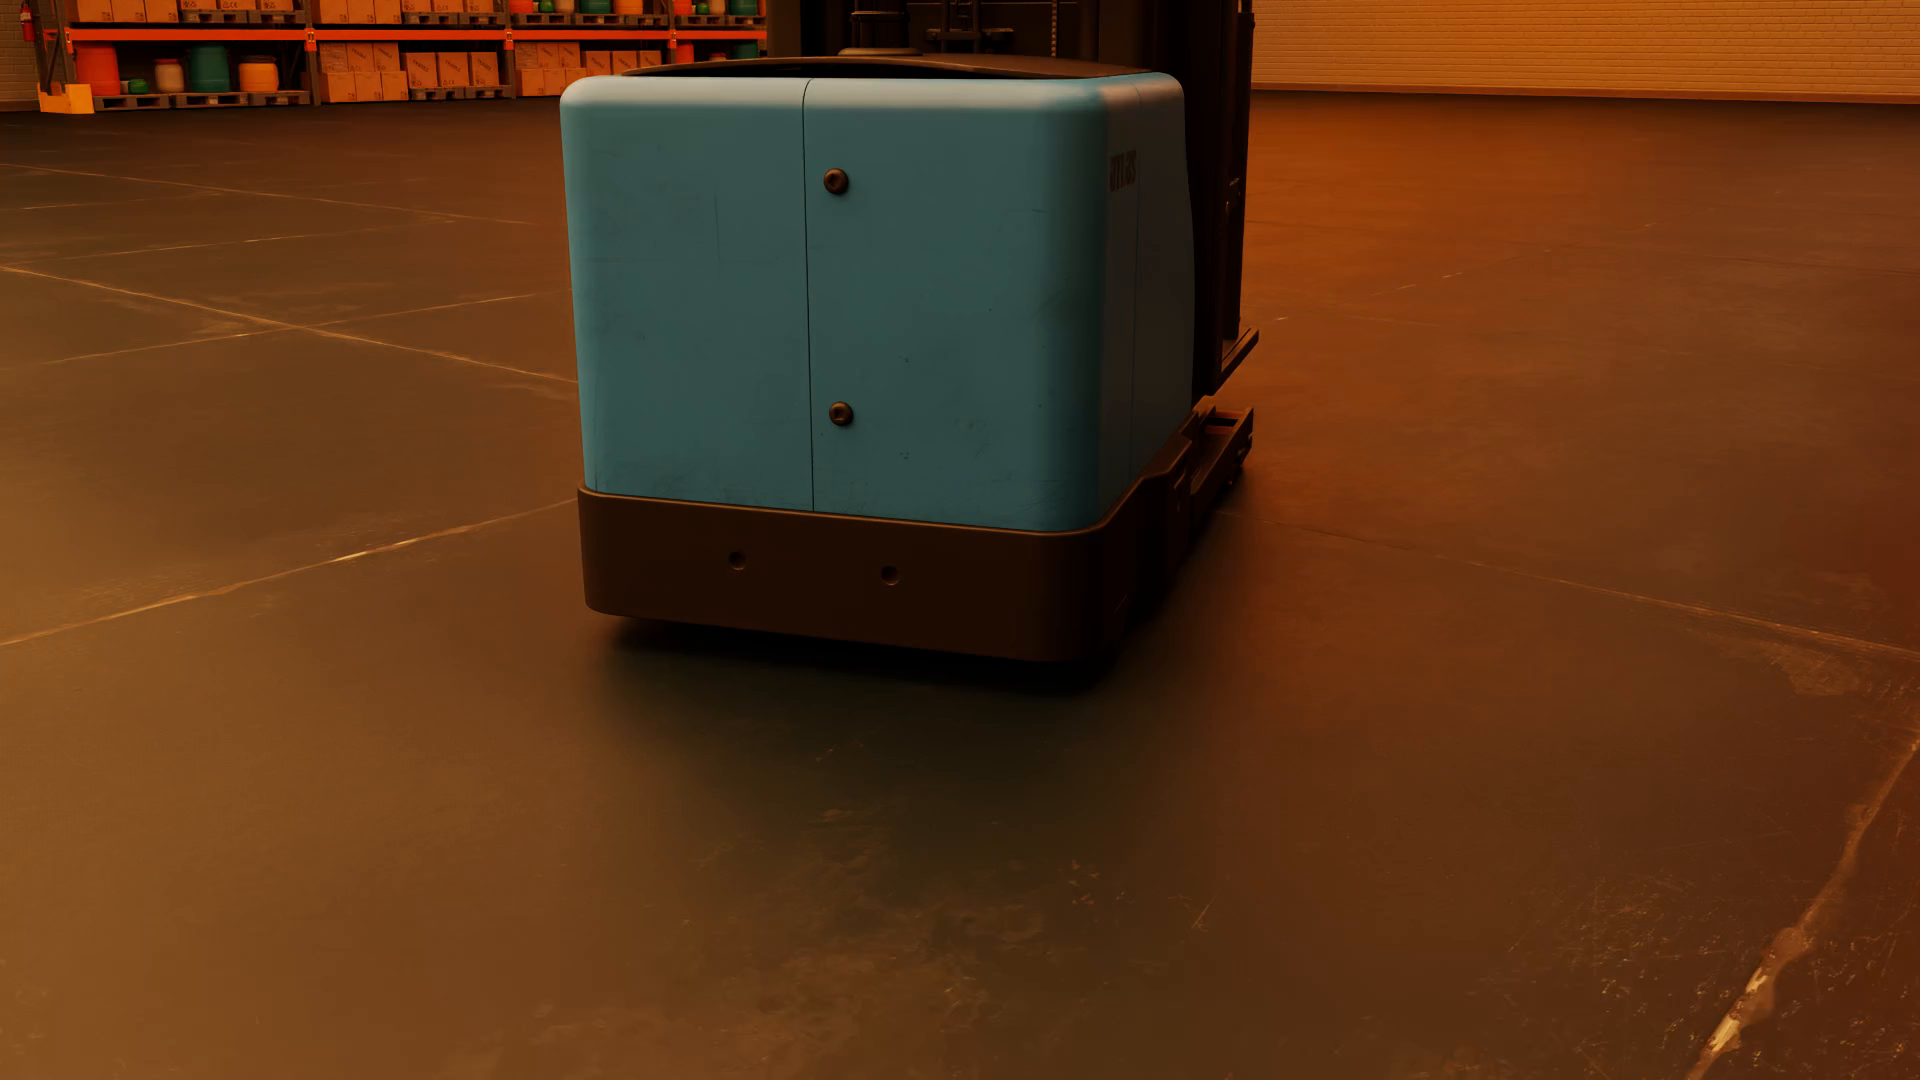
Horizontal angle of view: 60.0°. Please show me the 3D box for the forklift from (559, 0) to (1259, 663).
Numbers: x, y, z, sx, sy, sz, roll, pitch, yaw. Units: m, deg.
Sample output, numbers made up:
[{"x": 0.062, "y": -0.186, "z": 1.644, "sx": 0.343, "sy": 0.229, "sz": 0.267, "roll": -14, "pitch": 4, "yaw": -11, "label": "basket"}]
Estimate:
[{"x": 0.182, "y": -1.571, "z": 4.072, "sx": 1.130, "sy": 2.935, "sz": 3.031, "roll": 5, "pitch": 18, "yaw": 17, "label": "forklift"}]
